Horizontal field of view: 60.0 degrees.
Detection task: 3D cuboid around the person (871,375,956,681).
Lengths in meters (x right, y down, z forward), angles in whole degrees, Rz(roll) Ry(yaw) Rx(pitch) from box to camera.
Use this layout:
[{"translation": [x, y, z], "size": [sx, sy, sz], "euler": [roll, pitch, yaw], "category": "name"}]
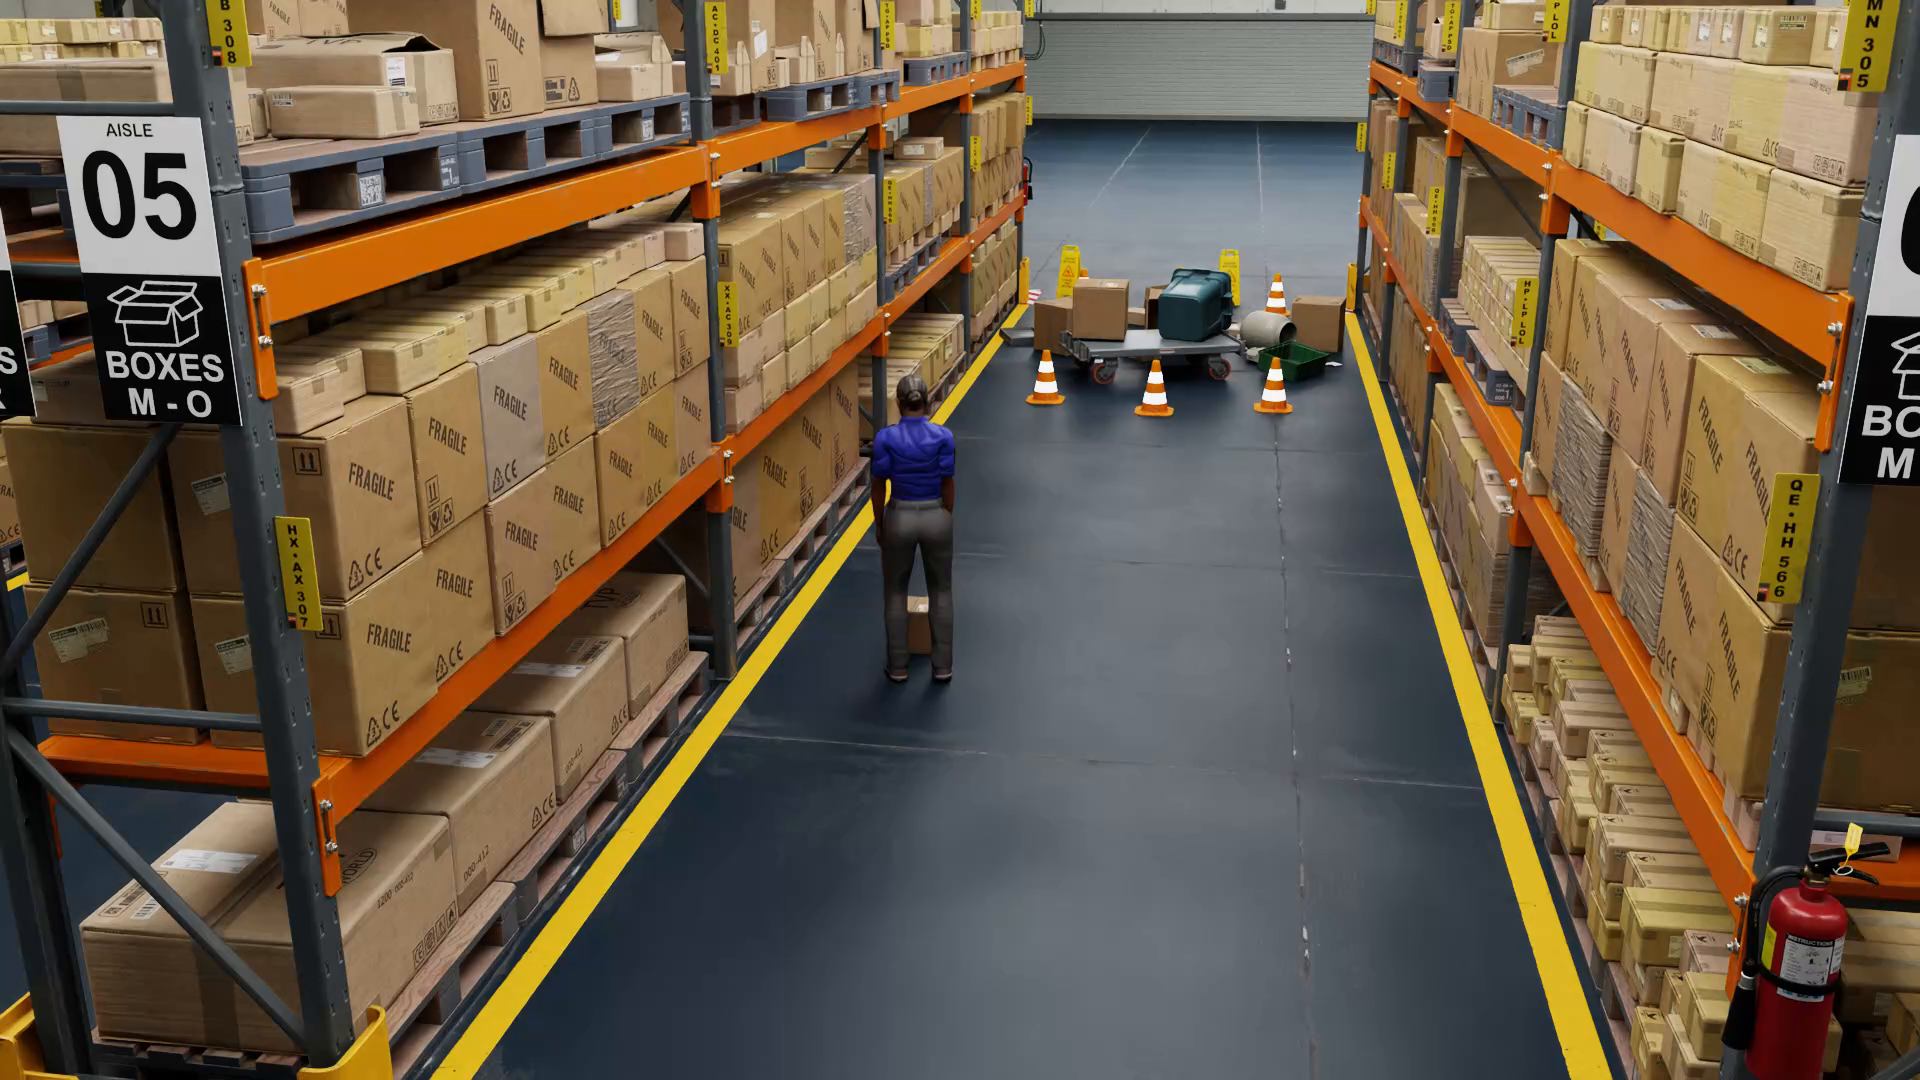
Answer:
[{"translation": [-0.245, -0.050, 8.761], "size": [0.443, 1.647, 0.315], "euler": [-1, 18, -3], "category": "person"}]
